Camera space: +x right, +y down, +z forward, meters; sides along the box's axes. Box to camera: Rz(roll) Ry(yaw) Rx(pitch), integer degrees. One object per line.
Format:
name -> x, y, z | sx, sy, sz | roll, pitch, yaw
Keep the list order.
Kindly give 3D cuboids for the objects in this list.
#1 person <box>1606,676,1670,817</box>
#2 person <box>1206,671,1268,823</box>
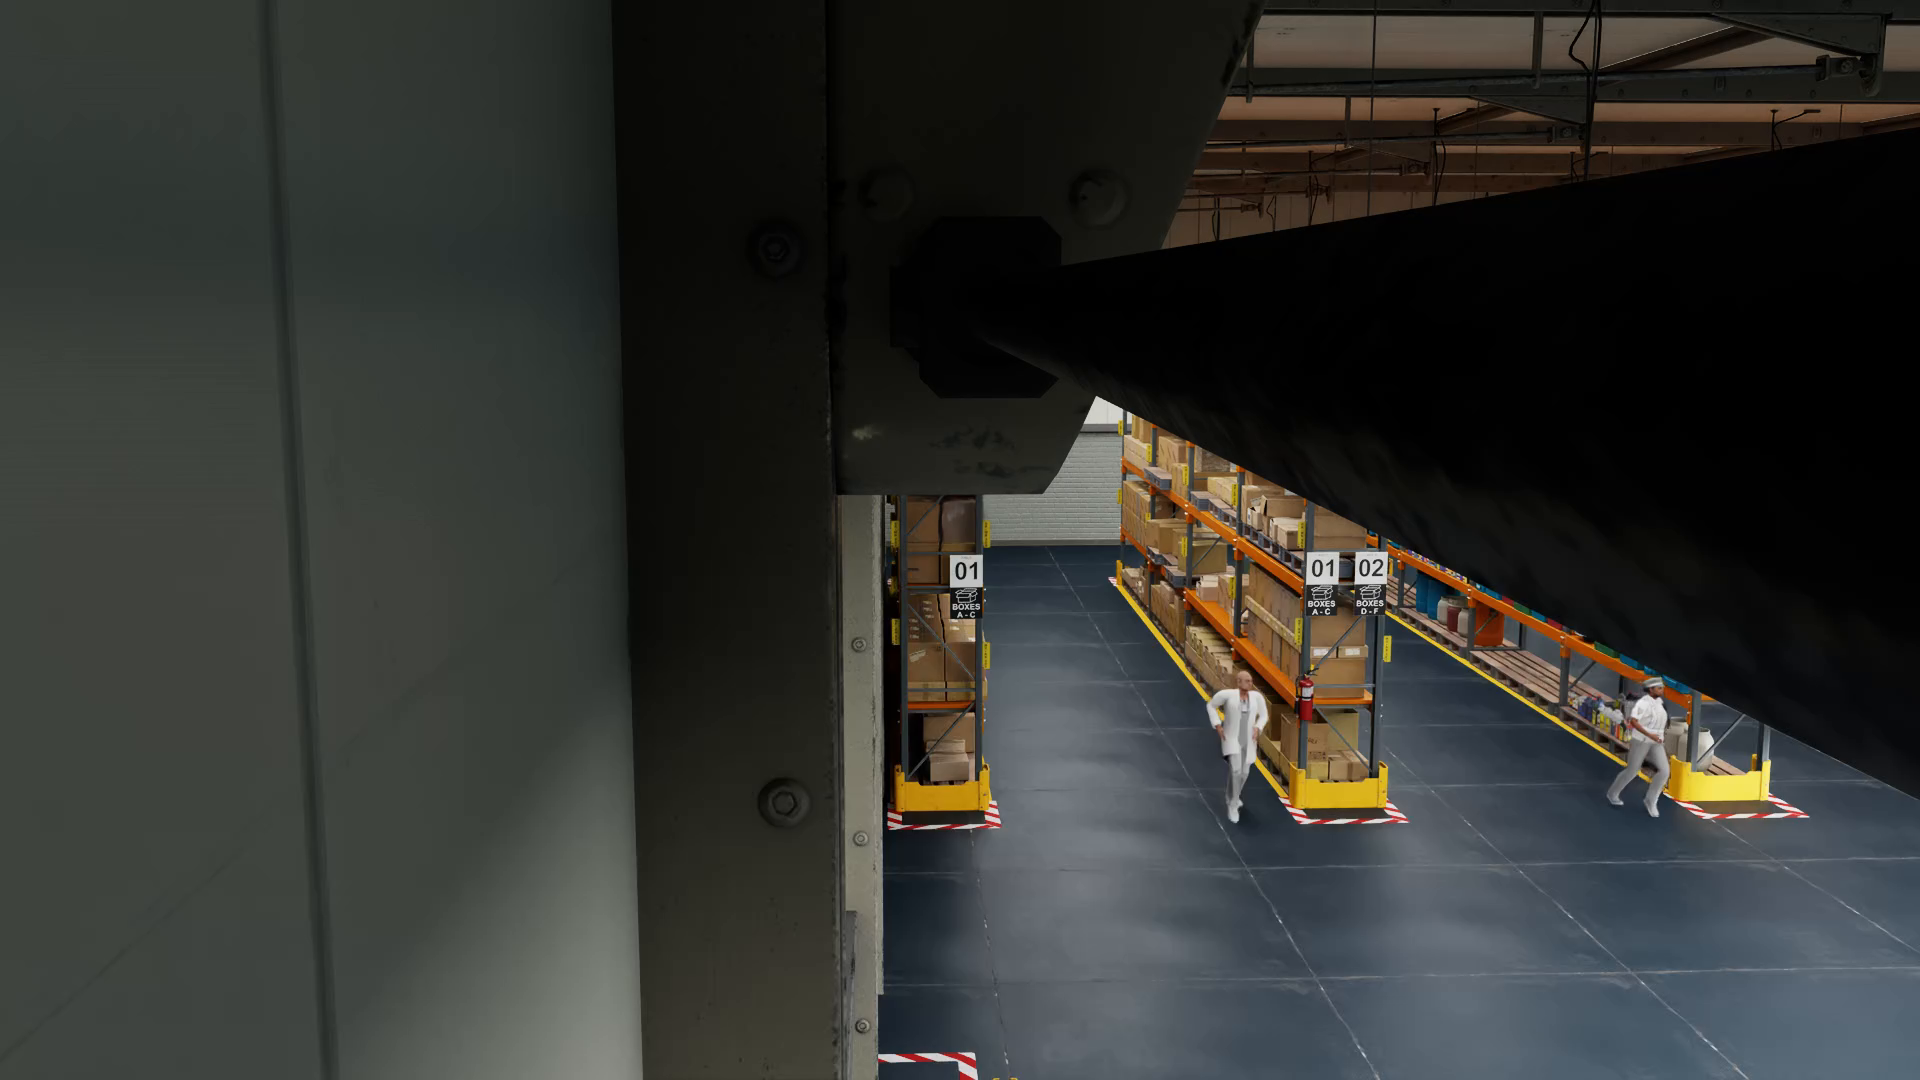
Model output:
person -> 8.459, 2.511, 20.511 | 0.660, 1.714, 0.686 | -4, 10, -27
person -> 3.412, 2.487, 20.333 | 0.714, 1.818, 0.749 | -2, 9, -11
